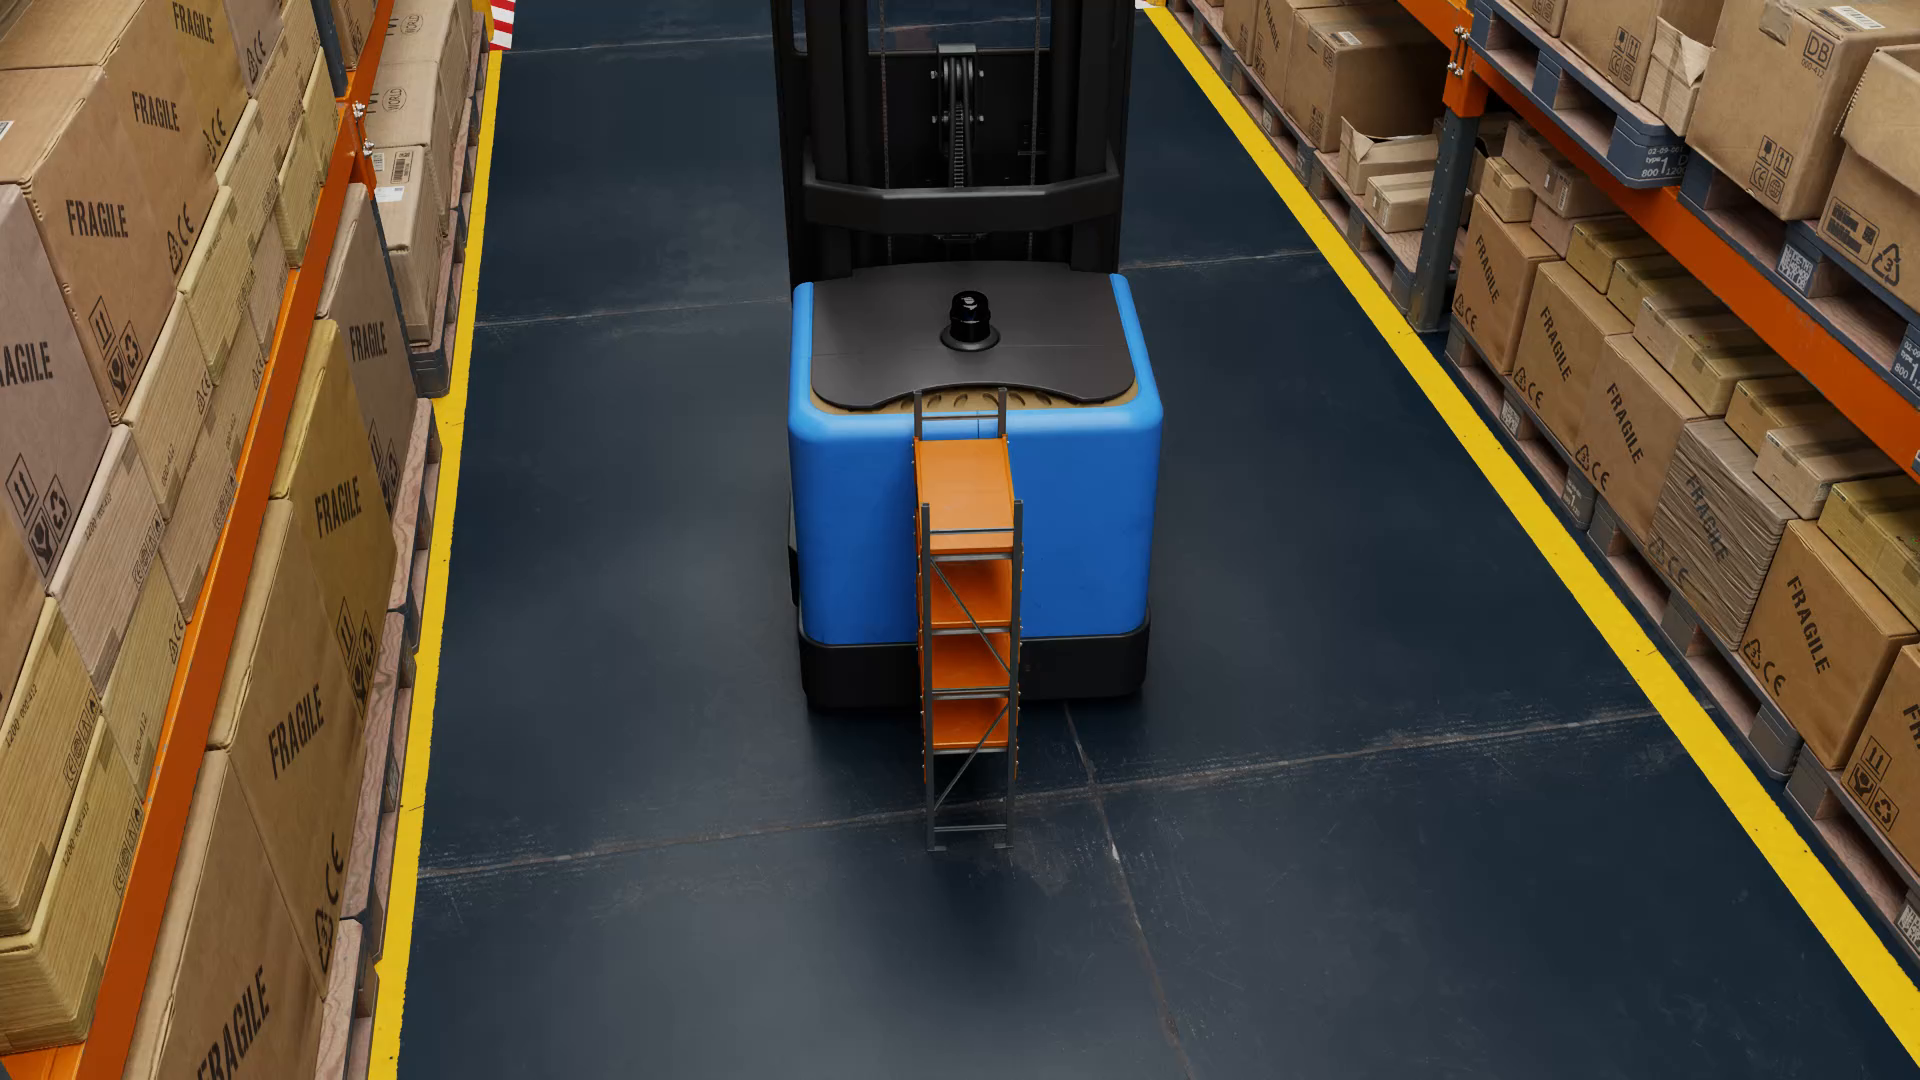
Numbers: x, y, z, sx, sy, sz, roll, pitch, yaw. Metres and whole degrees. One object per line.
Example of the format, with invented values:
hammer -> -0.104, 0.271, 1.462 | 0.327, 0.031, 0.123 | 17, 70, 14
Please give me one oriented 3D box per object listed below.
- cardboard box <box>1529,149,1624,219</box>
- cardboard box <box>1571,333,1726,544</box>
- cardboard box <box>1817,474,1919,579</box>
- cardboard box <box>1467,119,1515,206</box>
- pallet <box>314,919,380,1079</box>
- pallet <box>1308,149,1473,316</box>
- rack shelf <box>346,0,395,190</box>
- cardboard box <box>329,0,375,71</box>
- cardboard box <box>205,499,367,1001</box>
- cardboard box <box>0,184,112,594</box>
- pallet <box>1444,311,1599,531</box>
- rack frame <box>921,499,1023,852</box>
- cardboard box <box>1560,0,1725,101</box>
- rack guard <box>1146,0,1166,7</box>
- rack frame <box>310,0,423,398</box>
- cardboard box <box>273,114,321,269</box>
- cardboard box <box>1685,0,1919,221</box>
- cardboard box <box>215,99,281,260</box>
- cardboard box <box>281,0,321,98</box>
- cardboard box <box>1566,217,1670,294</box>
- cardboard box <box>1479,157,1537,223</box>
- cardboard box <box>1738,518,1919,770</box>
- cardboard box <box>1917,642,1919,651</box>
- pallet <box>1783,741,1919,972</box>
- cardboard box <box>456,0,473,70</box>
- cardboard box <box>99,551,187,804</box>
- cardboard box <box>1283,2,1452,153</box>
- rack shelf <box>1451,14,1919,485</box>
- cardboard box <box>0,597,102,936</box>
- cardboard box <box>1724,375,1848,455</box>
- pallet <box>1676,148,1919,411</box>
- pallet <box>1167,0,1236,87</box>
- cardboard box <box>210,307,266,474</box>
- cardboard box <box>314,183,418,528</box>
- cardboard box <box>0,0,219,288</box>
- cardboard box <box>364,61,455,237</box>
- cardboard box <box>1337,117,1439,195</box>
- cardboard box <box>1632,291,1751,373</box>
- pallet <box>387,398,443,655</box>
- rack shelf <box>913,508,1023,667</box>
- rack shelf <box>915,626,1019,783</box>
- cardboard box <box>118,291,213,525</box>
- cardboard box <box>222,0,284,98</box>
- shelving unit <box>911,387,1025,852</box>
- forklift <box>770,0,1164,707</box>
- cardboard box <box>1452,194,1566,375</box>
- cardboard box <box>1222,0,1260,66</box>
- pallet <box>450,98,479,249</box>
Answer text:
cardboard box -> 2.253, -1.272, 5.866 | 0.380, 0.149, 0.250 | -8, 39, -10
cardboard box -> 2.409, -0.356, 5.459 | 0.500, 0.500, 0.500 | -7, 38, -9
cardboard box -> 2.598, -0.047, 4.532 | 0.380, 0.149, 0.250 | -7, 38, -9
cardboard box -> 2.477, -1.645, 7.272 | 0.500, 0.311, 0.500 | -5, 38, -6
pallet -> -1.889, 1.452, 3.708 | 1.003, 0.211, 1.213 | -6, 38, -8
pallet -> 2.240, -1.430, 7.419 | 1.003, 0.211, 1.213 | -6, 38, -8
rack shelf -> -2.877, -2.504, 7.115 | 1.077, 0.370, 4.000 | -6, 38, -8
cardboard box -> -2.351, -1.932, 5.710 | 0.500, 0.500, 0.500 | -5, 38, -6
cardboard box -> -2.017, 0.543, 3.995 | 0.875, 0.875, 0.875 | -6, 38, -7
cardboard box -> -1.767, -0.222, 2.694 | 0.500, 0.500, 0.500 | -6, 38, -8
pallet -> 2.539, -0.528, 6.258 | 1.003, 0.211, 1.213 | -6, 38, -8
rack frame -> 0.028, 0.387, 4.274 | 0.240, 1.200, 0.015 | -2, 38, -3
cardboard box -> 2.315, -1.693, 5.060 | 0.700, 0.500, 0.500 | -6, 38, -7
rack guard -> 1.672, -3.500, 9.847 | 1.175, 0.500, 0.348 | -6, 38, -8
rack frame -> -2.526, -1.580, 5.339 | 1.000, 3.000, 0.127 | -6, 38, -8
cardboard box -> -2.111, -0.970, 4.675 | 0.500, 0.250, 0.500 | -7, 38, -9
cardboard box -> 2.453, -1.219, 4.450 | 0.700, 0.500, 0.500 | -6, 38, -8
cardboard box -> -2.018, -0.865, 4.133 | 0.500, 0.250, 0.500 | -5, 38, -7
cardboard box -> -2.210, -1.478, 4.923 | 0.500, 0.250, 0.500 | -6, 38, -8
cardboard box -> 2.342, -0.993, 5.750 | 0.380, 0.149, 0.250 | -8, 39, -10
cardboard box -> 2.161, -1.306, 6.153 | 0.380, 0.149, 0.250 | -5, 38, -6
cardboard box -> 2.603, 0.269, 4.654 | 0.500, 0.500, 0.500 | -5, 38, -6
cardboard box -> 2.644, 0.268, 4.126 | 0.380, 0.149, 0.250 | -7, 38, -9
pallet -> 2.967, 0.946, 4.361 | 1.003, 0.211, 1.213 | -6, 38, -8
cardboard box -> -3.014, -2.763, 8.607 | 0.875, 0.438, 0.875 | -7, 38, -9
cardboard box -> -1.771, 0.264, 3.088 | 0.500, 0.250, 0.500 | -7, 38, -9
cardboard box -> 1.966, -2.184, 7.812 | 0.700, 0.500, 0.500 | -8, 38, -10
rack shelf -> 2.710, -0.624, 4.695 | 1.077, 0.370, 4.000 | -6, 38, -8
cardboard box -> -1.671, 0.365, 2.550 | 0.500, 0.250, 0.500 | -6, 38, -8
cardboard box -> 2.527, -0.364, 4.940 | 0.380, 0.149, 0.250 | -6, 38, -8
pallet -> 2.715, -0.799, 4.490 | 1.003, 0.211, 1.213 | -6, 38, -8
pallet -> 1.812, -2.904, 9.316 | 1.003, 0.211, 1.213 | -6, 38, -8
cardboard box -> -1.947, -0.351, 3.879 | 0.500, 0.250, 0.500 | -6, 38, -8
cardboard box -> -2.339, -0.541, 5.391 | 0.875, 0.875, 0.875 | -5, 38, -7
cardboard box -> -1.928, -0.841, 3.491 | 0.500, 0.500, 0.500 | -6, 38, -7
cardboard box -> -2.688, -1.666, 7.195 | 0.875, 0.438, 0.875 | -7, 38, -9
cardboard box -> 1.910, -1.723, 7.409 | 0.396, 0.266, 0.258 | -5, 38, -6
cardboard box -> 2.410, -0.674, 5.339 | 0.380, 0.149, 0.250 | -6, 38, -8
pallet -> -2.317, -0.021, 5.605 | 1.003, 0.211, 1.213 | -6, 38, -8
rack shelf -> 0.014, 0.114, 4.370 | 0.258, 0.148, 0.480 | -2, 38, -3
rack shelf -> 0.014, 0.447, 4.629 | 0.258, 0.148, 0.480 | -2, 38, -3
cardboard box -> -1.836, -0.250, 3.341 | 0.500, 0.250, 0.500 | -6, 38, -8
cardboard box -> -2.103, -1.460, 4.288 | 0.500, 0.500, 0.500 | -6, 38, -7
shelving unit -> 0.014, 0.237, 4.466 | 0.258, 1.200, 0.503 | -2, 38, -3
forklift -> -0.035, -1.540, 5.343 | 1.130, 2.935, 3.031 | -2, 38, -3
cardboard box -> 2.223, -0.979, 6.260 | 0.500, 0.500, 0.500 | -5, 38, -6
cardboard box -> 1.784, -2.811, 8.619 | 0.700, 0.500, 0.500 | -5, 38, -6
pallet -> -2.800, -1.685, 7.747 | 1.003, 0.211, 1.213 | -6, 38, -8
